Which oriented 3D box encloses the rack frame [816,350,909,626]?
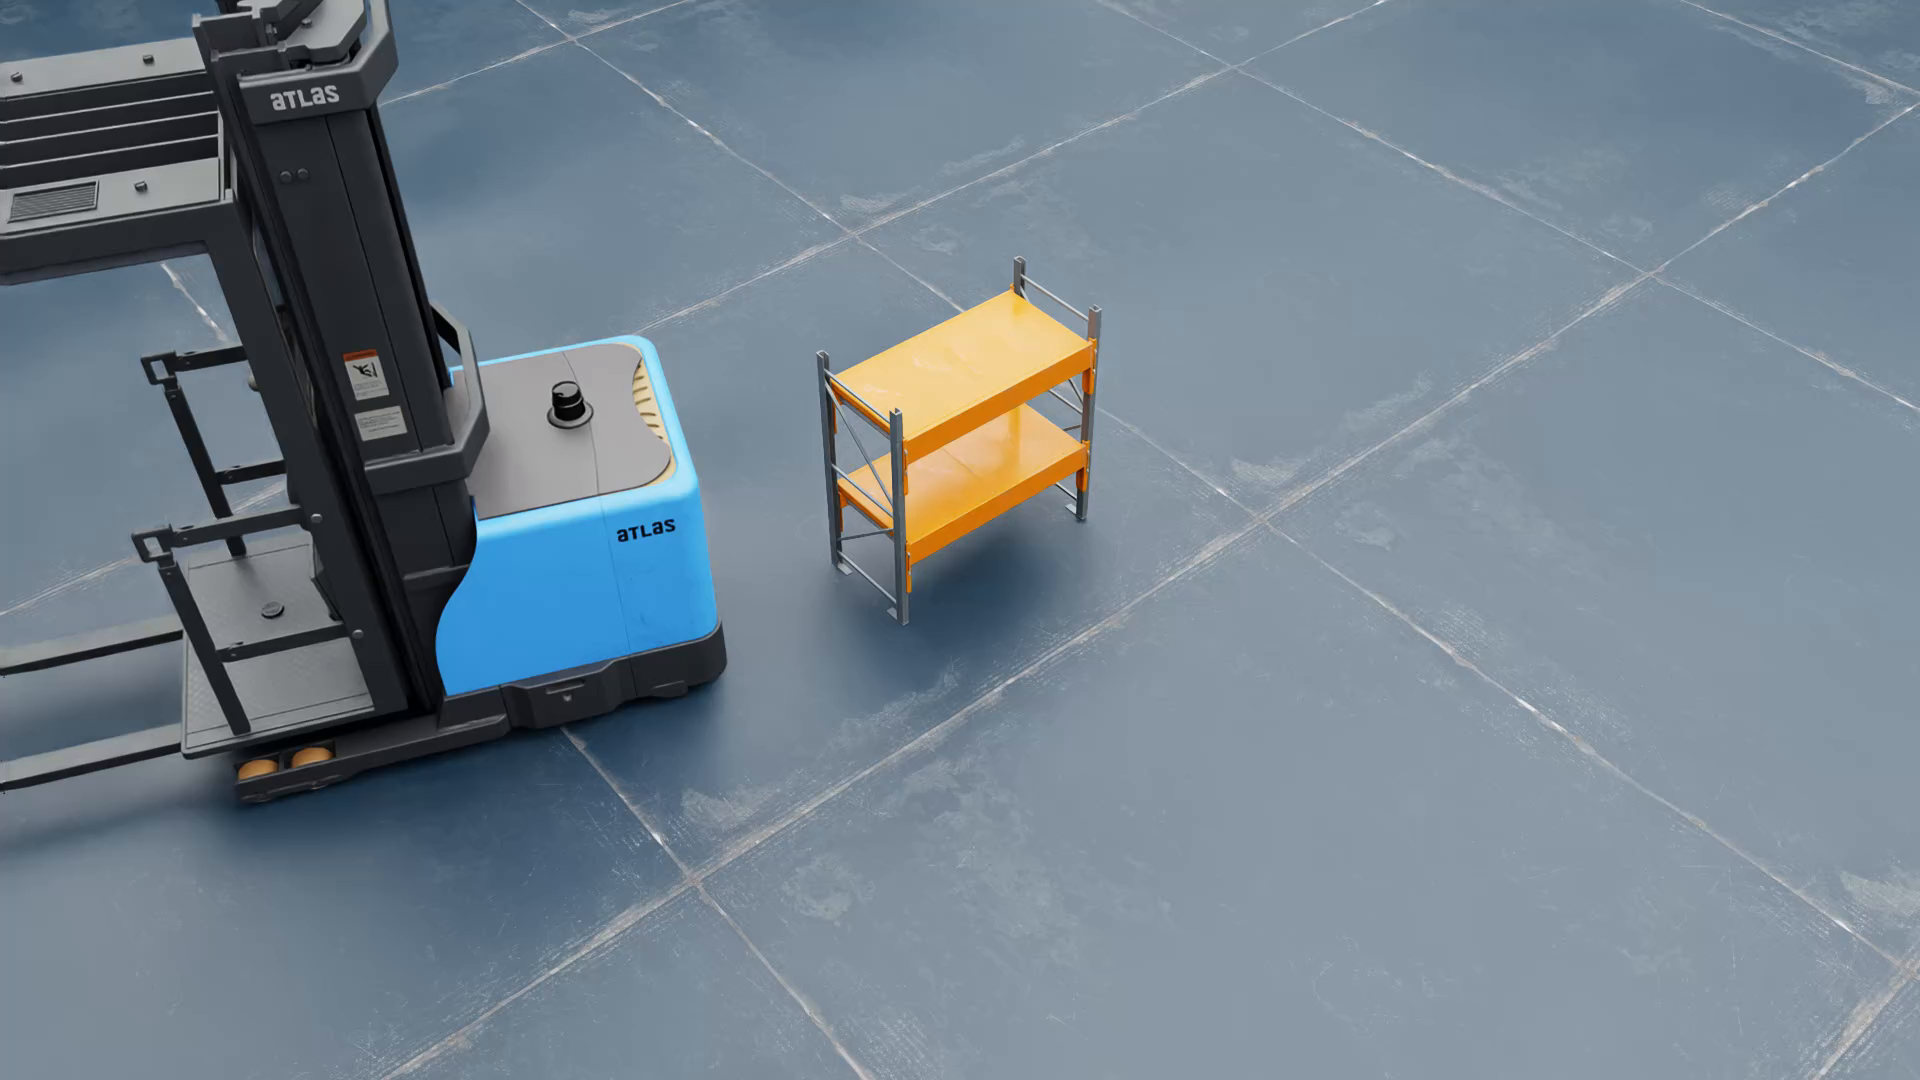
[{"bbox_3d":[-0.385,-0.190,6.684,0.032,1.125,0.500,-30,51,-28],"label":"rack frame"}]

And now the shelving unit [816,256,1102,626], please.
[{"bbox_3d":[0.005,-0.413,6.922,1.048,1.125,0.538,-30,51,-28],"label":"shelving unit"}]

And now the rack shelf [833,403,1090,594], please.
[{"bbox_3d":[0.005,-0.235,7.089,1.000,0.278,0.538,-30,51,-28],"label":"rack shelf"}]

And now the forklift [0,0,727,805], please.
[{"bbox_3d":[-2.509,-0.491,5.686,3.031,2.935,1.130,-13,45,-13],"label":"forklift"}]

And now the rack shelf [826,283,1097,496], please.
[{"bbox_3d":[0.005,-0.626,6.721,1.000,0.278,0.538,-30,51,-28],"label":"rack shelf"}]

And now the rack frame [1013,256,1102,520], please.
[{"bbox_3d":[0.395,-0.636,7.159,0.032,1.125,0.500,-30,51,-28],"label":"rack frame"}]
